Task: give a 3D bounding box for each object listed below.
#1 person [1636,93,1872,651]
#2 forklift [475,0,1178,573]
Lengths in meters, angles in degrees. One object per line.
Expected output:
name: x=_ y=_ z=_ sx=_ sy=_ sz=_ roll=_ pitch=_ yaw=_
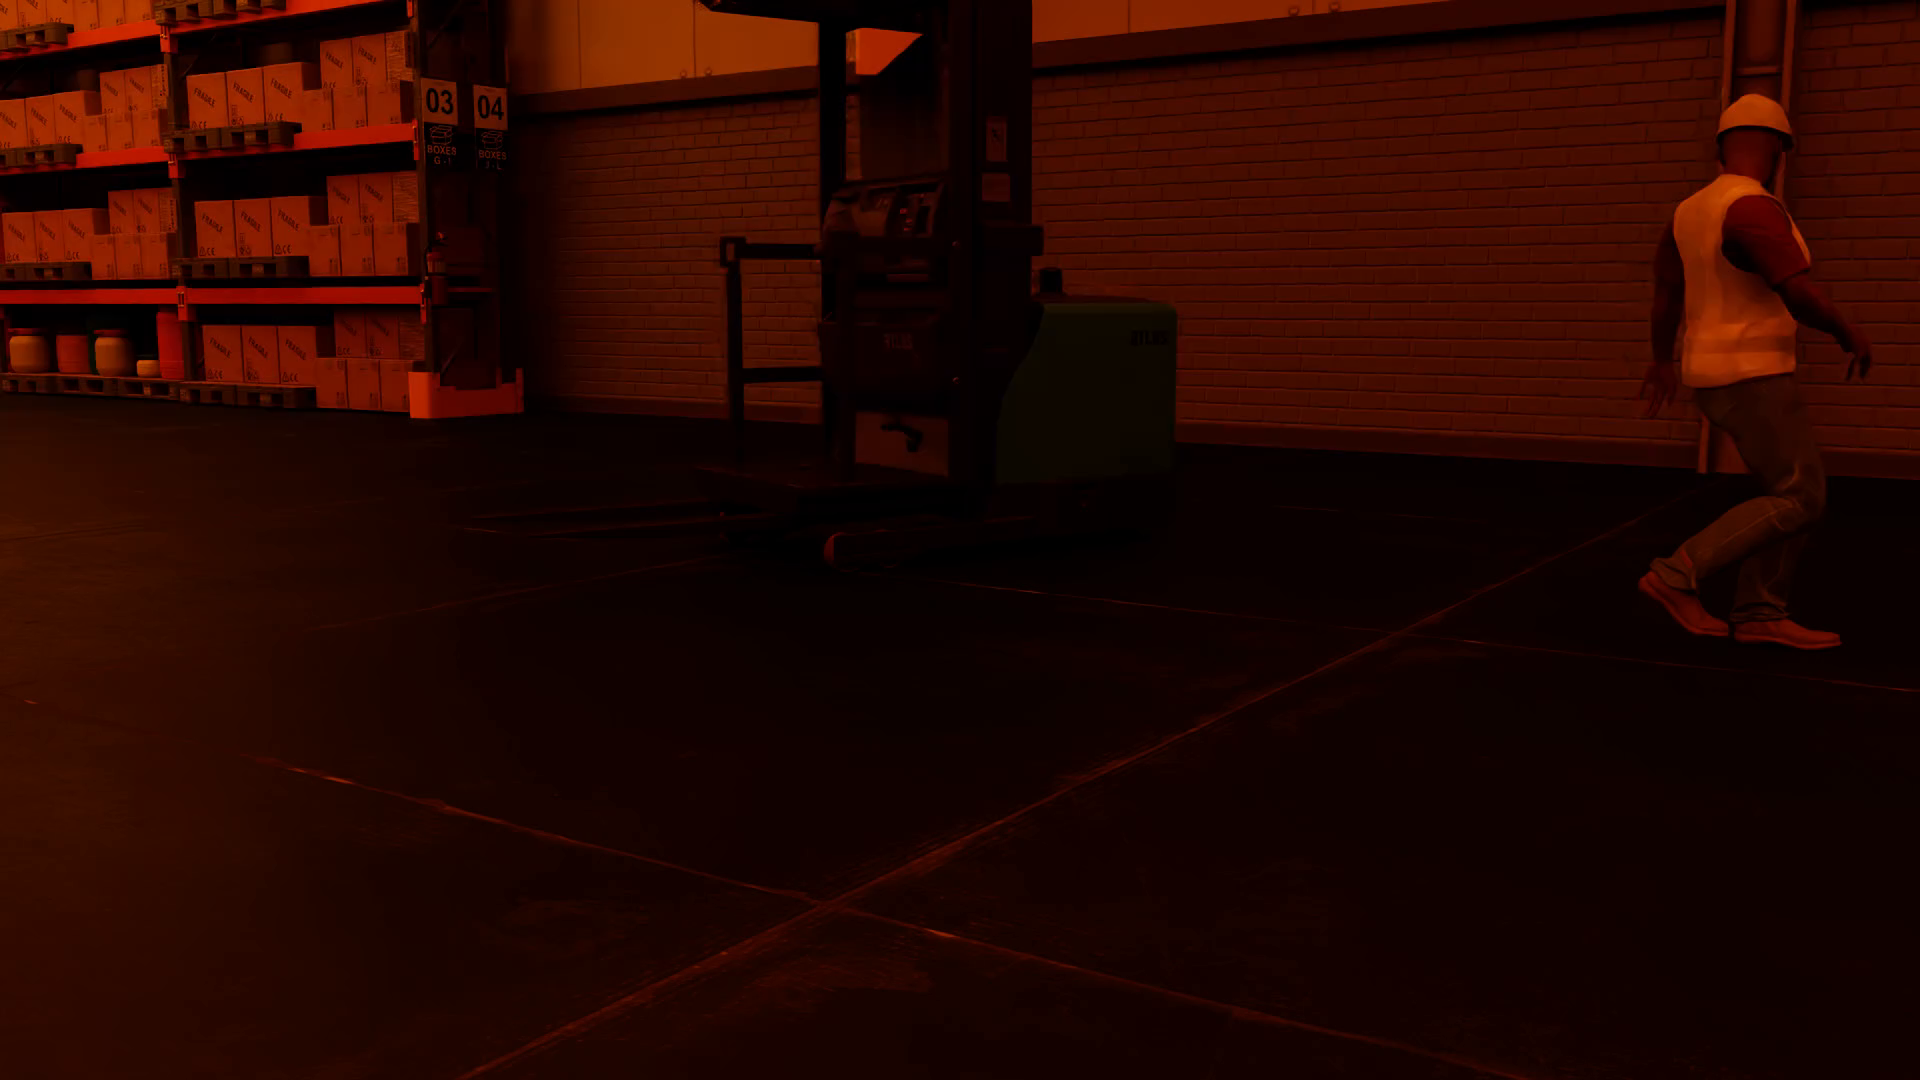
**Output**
person: x=2.474 y=-0.517 z=5.189 sx=0.625 sy=1.709 sz=0.729 roll=3 pitch=8 yaw=18
forklift: x=-0.507 y=-1.403 z=7.061 sx=3.031 sy=2.935 sz=1.130 roll=-5 pitch=10 yaw=-33
